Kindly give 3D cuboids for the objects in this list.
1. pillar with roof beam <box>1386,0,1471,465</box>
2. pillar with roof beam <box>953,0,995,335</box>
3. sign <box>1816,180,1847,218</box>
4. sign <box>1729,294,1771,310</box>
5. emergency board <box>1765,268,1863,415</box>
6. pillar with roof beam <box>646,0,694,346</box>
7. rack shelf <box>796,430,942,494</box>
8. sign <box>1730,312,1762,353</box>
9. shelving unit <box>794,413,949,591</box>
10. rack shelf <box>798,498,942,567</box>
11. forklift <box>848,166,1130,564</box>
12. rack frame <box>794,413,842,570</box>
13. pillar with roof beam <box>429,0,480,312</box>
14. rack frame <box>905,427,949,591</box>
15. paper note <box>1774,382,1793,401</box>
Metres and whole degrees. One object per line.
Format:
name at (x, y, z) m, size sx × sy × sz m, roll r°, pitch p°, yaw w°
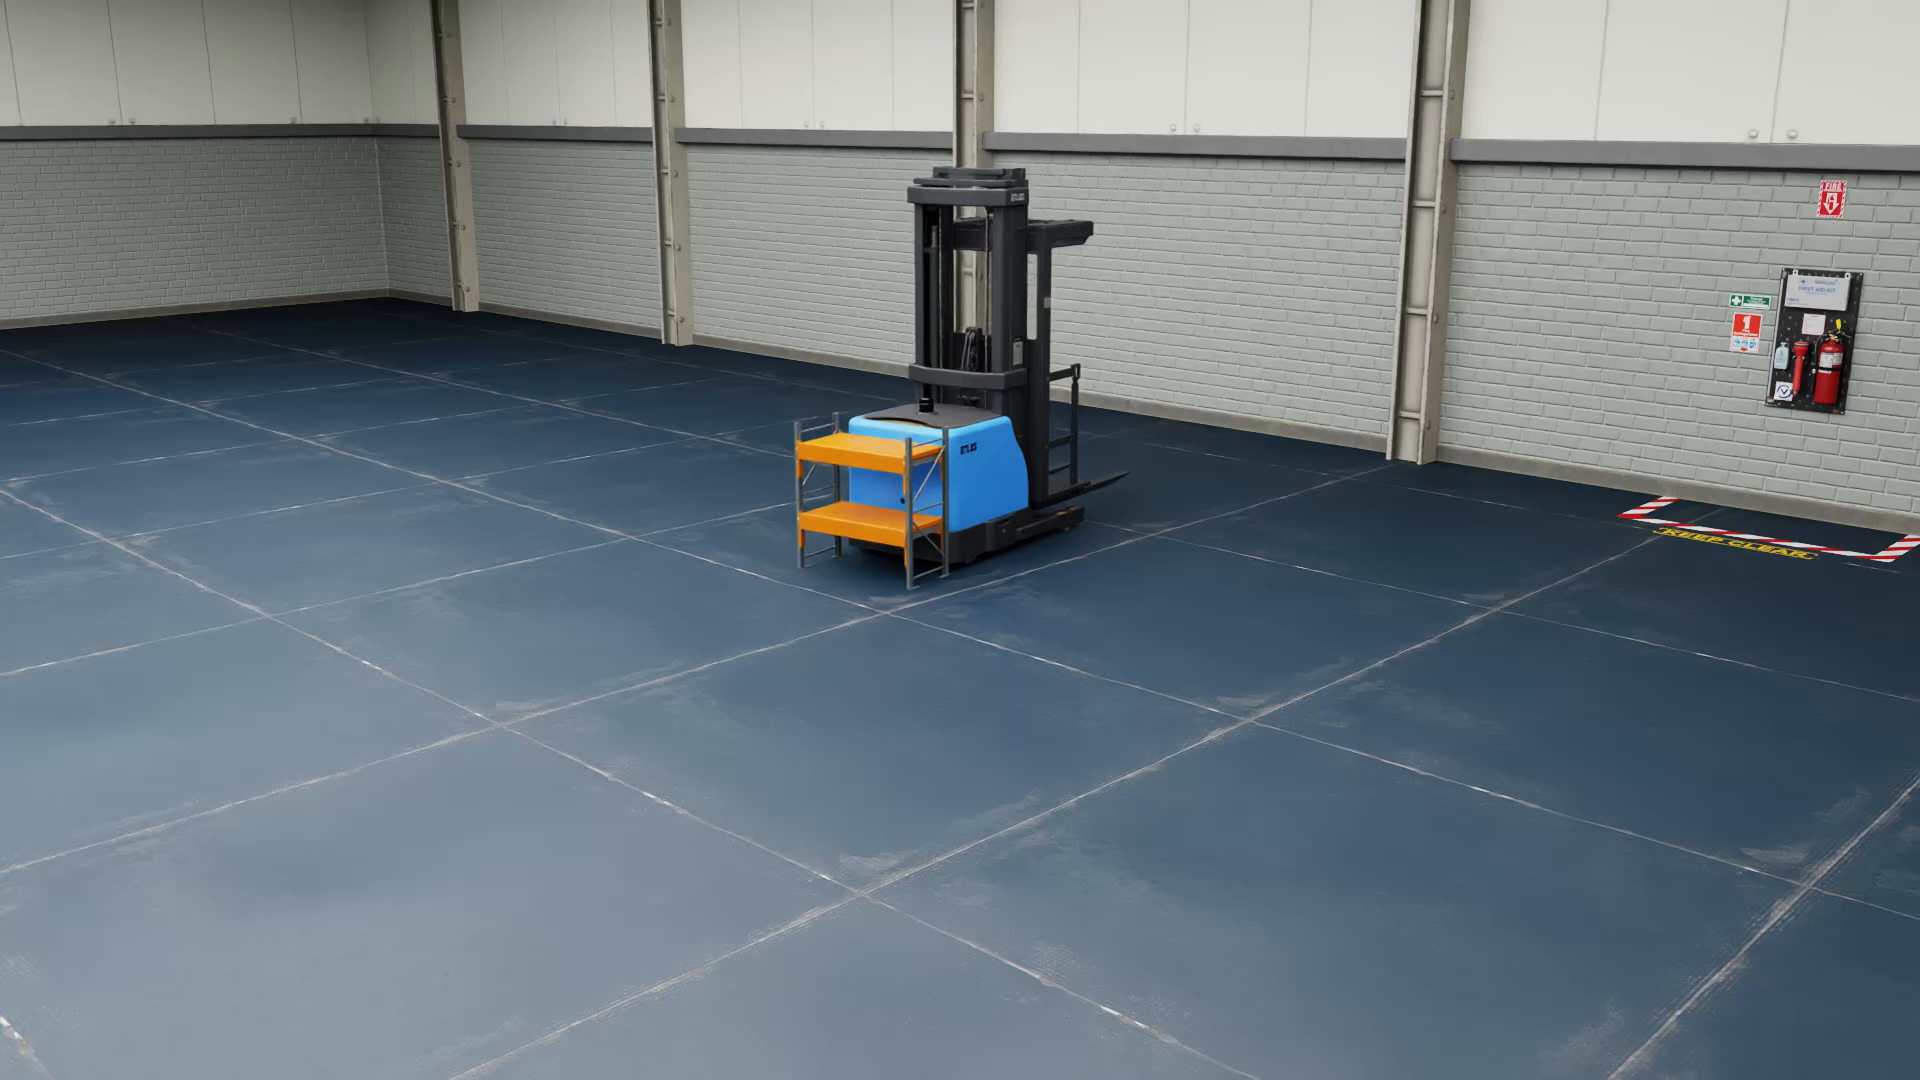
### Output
pillar with roof beam at (1.489, -4.372, 12.363) m, size 0.400 × 9.000 × 9.100 m, roll 14°, pitch 20°, yaw 42°
pillar with roof beam at (-2.830, -5.422, 16.393) m, size 0.400 × 9.000 × 9.100 m, roll 14°, pitch 20°, yaw 42°
sign at (7.108, -2.781, 13.557) m, size 0.199 × 0.298 × 0.001 m, roll 14°, pitch 20°, yaw 42°
sign at (6.715, -2.026, 14.138) m, size 0.331 × 0.109 × 0.001 m, roll 14°, pitch 20°, yaw 42°
emergency board at (7.044, -1.639, 13.775) m, size 0.643 × 1.169 × 0.194 m, roll 14°, pitch 20°, yaw 42°
pillar with roof beam at (-7.149, -6.472, 20.423) m, size 0.400 × 9.000 × 9.100 m, roll 14°, pitch 20°, yaw 42°
rack shelf at (-0.655, -0.586, 12.288) m, size 1.000 × 0.278 × 0.538 m, roll 10°, pitch 18°, yaw 33°
sign at (6.718, -1.772, 14.214) m, size 0.234 × 0.329 × 0.001 m, roll 14°, pitch 20°, yaw 42°
shelving unit at (-0.655, -0.303, 12.362) m, size 1.048 × 1.125 × 0.538 m, roll 10°, pitch 18°, yaw 33°
rack shelf at (-0.655, -0.066, 12.424) m, size 1.000 × 0.278 × 0.538 m, roll 10°, pitch 18°, yaw 33°
forklift at (0.384, -1.551, 13.572) m, size 1.130 × 2.935 × 3.031 m, roll 10°, pitch 18°, yaw 34°
rack frame at (-1.076, -0.375, 12.638) m, size 0.032 × 1.125 × 0.500 m, roll 10°, pitch 18°, yaw 33°
pillar with roof beam at (-11.468, -7.522, 24.453) m, size 0.400 × 9.000 × 9.100 m, roll 14°, pitch 20°, yaw 42°
rack frame at (-0.235, -0.231, 12.086) m, size 0.032 × 1.125 × 0.500 m, roll 10°, pitch 18°, yaw 33°
paper note at (6.965, -1.257, 14.053) m, size 0.142 × 0.148 × 0.016 m, roll 14°, pitch 20°, yaw 42°
